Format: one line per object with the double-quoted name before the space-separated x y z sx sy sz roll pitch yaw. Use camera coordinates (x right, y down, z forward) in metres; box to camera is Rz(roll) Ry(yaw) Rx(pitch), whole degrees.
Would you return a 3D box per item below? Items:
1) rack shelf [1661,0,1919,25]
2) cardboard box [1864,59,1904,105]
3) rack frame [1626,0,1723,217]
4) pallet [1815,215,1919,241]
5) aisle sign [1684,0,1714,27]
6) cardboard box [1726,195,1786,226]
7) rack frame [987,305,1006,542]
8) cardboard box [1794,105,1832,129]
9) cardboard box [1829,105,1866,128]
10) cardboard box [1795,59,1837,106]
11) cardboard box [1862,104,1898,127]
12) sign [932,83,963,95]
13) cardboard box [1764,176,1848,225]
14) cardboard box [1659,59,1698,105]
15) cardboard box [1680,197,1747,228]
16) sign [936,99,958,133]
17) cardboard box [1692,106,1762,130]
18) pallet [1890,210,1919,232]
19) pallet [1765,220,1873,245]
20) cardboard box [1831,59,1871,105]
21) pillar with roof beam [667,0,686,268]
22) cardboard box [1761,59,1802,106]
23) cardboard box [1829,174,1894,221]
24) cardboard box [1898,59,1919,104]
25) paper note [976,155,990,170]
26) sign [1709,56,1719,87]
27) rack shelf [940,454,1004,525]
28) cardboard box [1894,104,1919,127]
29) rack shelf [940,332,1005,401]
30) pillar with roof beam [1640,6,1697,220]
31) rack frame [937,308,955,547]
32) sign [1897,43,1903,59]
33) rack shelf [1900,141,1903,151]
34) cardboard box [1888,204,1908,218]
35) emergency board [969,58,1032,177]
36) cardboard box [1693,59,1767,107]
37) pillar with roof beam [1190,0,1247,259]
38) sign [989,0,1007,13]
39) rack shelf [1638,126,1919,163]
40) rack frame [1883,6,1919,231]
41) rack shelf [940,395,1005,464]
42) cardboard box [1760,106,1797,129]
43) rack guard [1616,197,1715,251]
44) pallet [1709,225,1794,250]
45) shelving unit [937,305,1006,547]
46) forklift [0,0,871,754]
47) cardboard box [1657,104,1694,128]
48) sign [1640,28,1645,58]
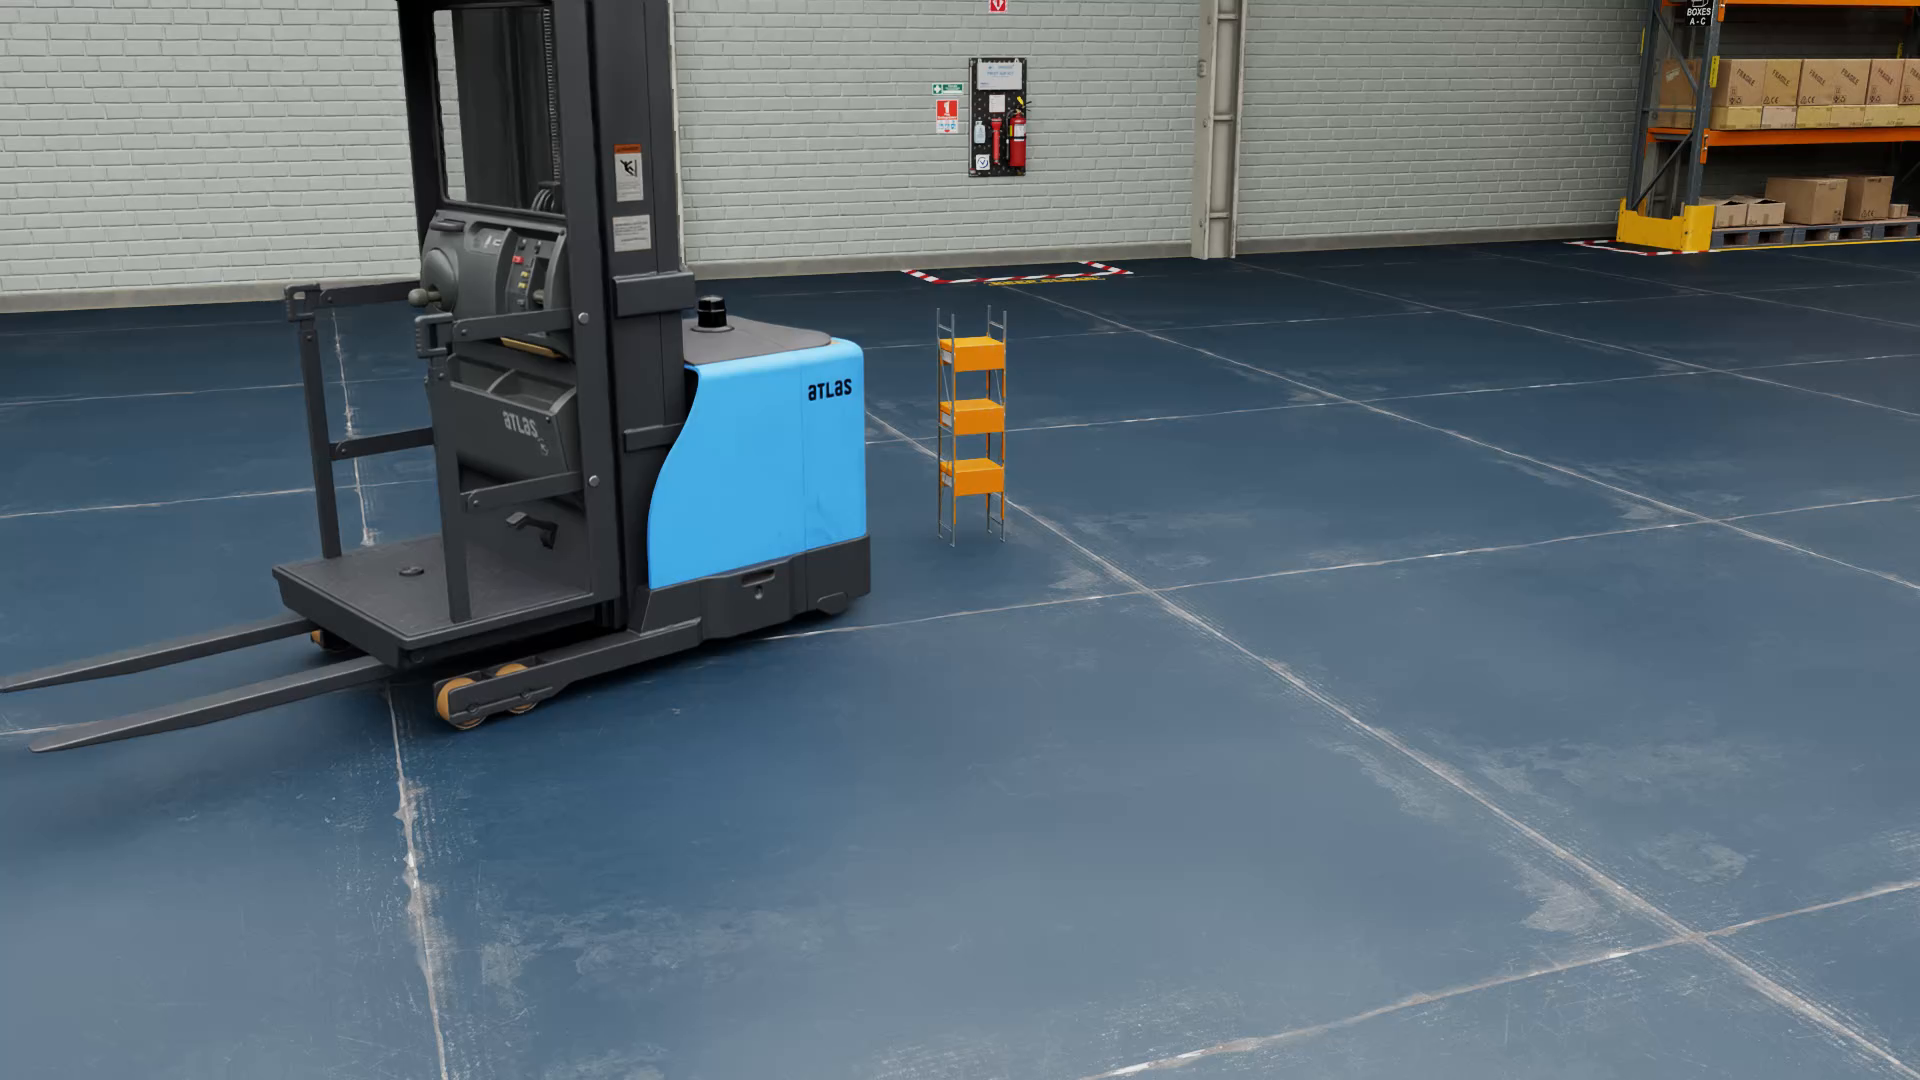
"rack shelf" 9.871 -6.116 19.055 4.000 0.370 1.077 -6 17 -20
"cardboard box" 10.470 -5.292 19.197 0.500 0.500 0.500 -7 18 -22
"rack frame" 8.003 -4.820 18.690 0.127 3.000 1.000 -6 17 -20
"pallet" 11.124 -3.809 20.194 1.213 0.211 1.003 -6 17 -20
"aisle sign" 8.043 -5.982 18.030 0.004 0.787 0.394 -6 17 -20
"cardboard box" 9.214 -3.845 19.359 0.500 0.311 0.500 -5 17 -15
"rack frame" 0.164 -0.521 7.511 0.008 1.050 0.200 -6 17 -20
"cardboard box" 9.530 -4.830 18.952 0.500 0.250 0.500 -6 18 -21
"cardboard box" 10.003 -4.880 19.123 0.500 0.250 0.500 -6 17 -20
"cardboard box" 9.506 -5.185 18.830 0.500 0.500 0.500 -7 18 -22
"cardboard box" 10.472 -4.931 19.297 0.500 0.250 0.500 -6 17 -20
"sign" -0.122 -4.515 16.647 0.331 0.109 0.001 -6 17 -20
"cardboard box" 9.917 -3.997 19.540 0.500 0.500 0.700 -7 18 -24
"cardboard box" 8.367 -5.221 18.955 0.500 0.500 0.500 -6 18 -21
"cardboard box" 8.682 -3.788 19.164 0.500 0.311 0.500 -8 18 -26
"sign" -0.130 -4.263 16.728 0.234 0.329 0.001 -6 17 -20
"cardboard box" 8.573 -4.724 18.591 0.500 0.250 0.500 -7 18 -22
"pallet" 12.465 -3.965 20.725 1.213 0.211 1.003 -6 17 -20
"pallet" 9.983 -3.685 19.771 1.213 0.211 1.003 -6 17 -20
"cardboard box" 9.984 -5.240 19.017 0.500 0.500 0.500 -6 17 -18
"pillar with roof beam" -1.318 -5.655 10.883 0.400 9.000 9.100 -6 17 -20
"cardboard box" 9.022 -5.134 18.658 0.500 0.500 0.500 -6 17 -20
"cardboard box" 10.784 -4.120 19.961 0.500 0.500 0.500 -8 18 -24
"cardboard box" 10.944 -5.340 19.360 0.500 0.500 0.500 -6 17 -20
"paper note" 0.233 -3.852 16.956 0.142 0.148 0.016 -6 17 -20
"sign" 8.198 -5.093 18.082 0.005 0.325 0.100 -6 17 -20
"rack shelf" 0.050 -0.232 7.550 0.240 0.259 0.215 -6 17 -20
"cardboard box" 10.936 -4.986 19.484 0.500 0.250 0.500 -6 17 -20
"rack shelf" 0.050 -0.771 7.392 0.240 0.259 0.215 -6 17 -20
"pillar with roof beam" 9.888 -6.864 15.003 0.400 9.000 9.100 -6 17 -20
"rack frame" -0.064 -0.497 7.427 0.008 1.050 0.200 -6 17 -20
"sign" 11.537 -5.925 20.396 0.005 0.325 0.100 -6 17 -20
"rack shelf" 13.606 -5.080 20.851 4.000 0.370 1.077 -6 17 -20
"cardboard box" 11.250 -4.014 20.190 0.250 0.166 0.380 -9 18 -27
"emergency board" 0.423 -4.275 16.831 0.643 1.169 0.194 -6 17 -20
"cardboard box" 8.557 -5.087 18.497 0.500 0.500 0.500 -6 17 -20
"pillar with roof beam" 4.285 -6.259 12.943 0.400 9.000 9.100 -6 17 -20
"sign" 0.380 -5.412 16.591 0.199 0.298 0.001 -6 17 -20
"rack shelf" 9.871 -4.677 19.478 4.000 0.370 1.077 -6 17 -20
"rack frame" 11.738 -5.224 20.063 0.127 3.000 1.000 -6 17 -20
"rack shelf" 0.050 -0.499 7.472 0.240 0.259 0.215 -6 17 -20
"cardboard box" 9.052 -4.780 18.782 0.500 0.250 0.500 -7 18 -22
"rack guard" 8.074 -3.629 19.068 0.348 0.500 1.175 -6 17 -20
"pallet" 8.846 -3.563 19.356 1.213 0.211 1.003 -6 17 -20
"shelving unit" 0.050 -0.509 7.469 0.252 1.050 0.215 -6 17 -20
"forklift" -1.773 -0.948 5.626 3.031 2.935 1.130 -15 22 -41
"cardboard box" 8.370 -4.856 19.042 0.500 0.250 0.500 -6 17 -19
"sign" 7.823 -5.676 18.986 0.005 0.325 0.100 -6 17 -20
